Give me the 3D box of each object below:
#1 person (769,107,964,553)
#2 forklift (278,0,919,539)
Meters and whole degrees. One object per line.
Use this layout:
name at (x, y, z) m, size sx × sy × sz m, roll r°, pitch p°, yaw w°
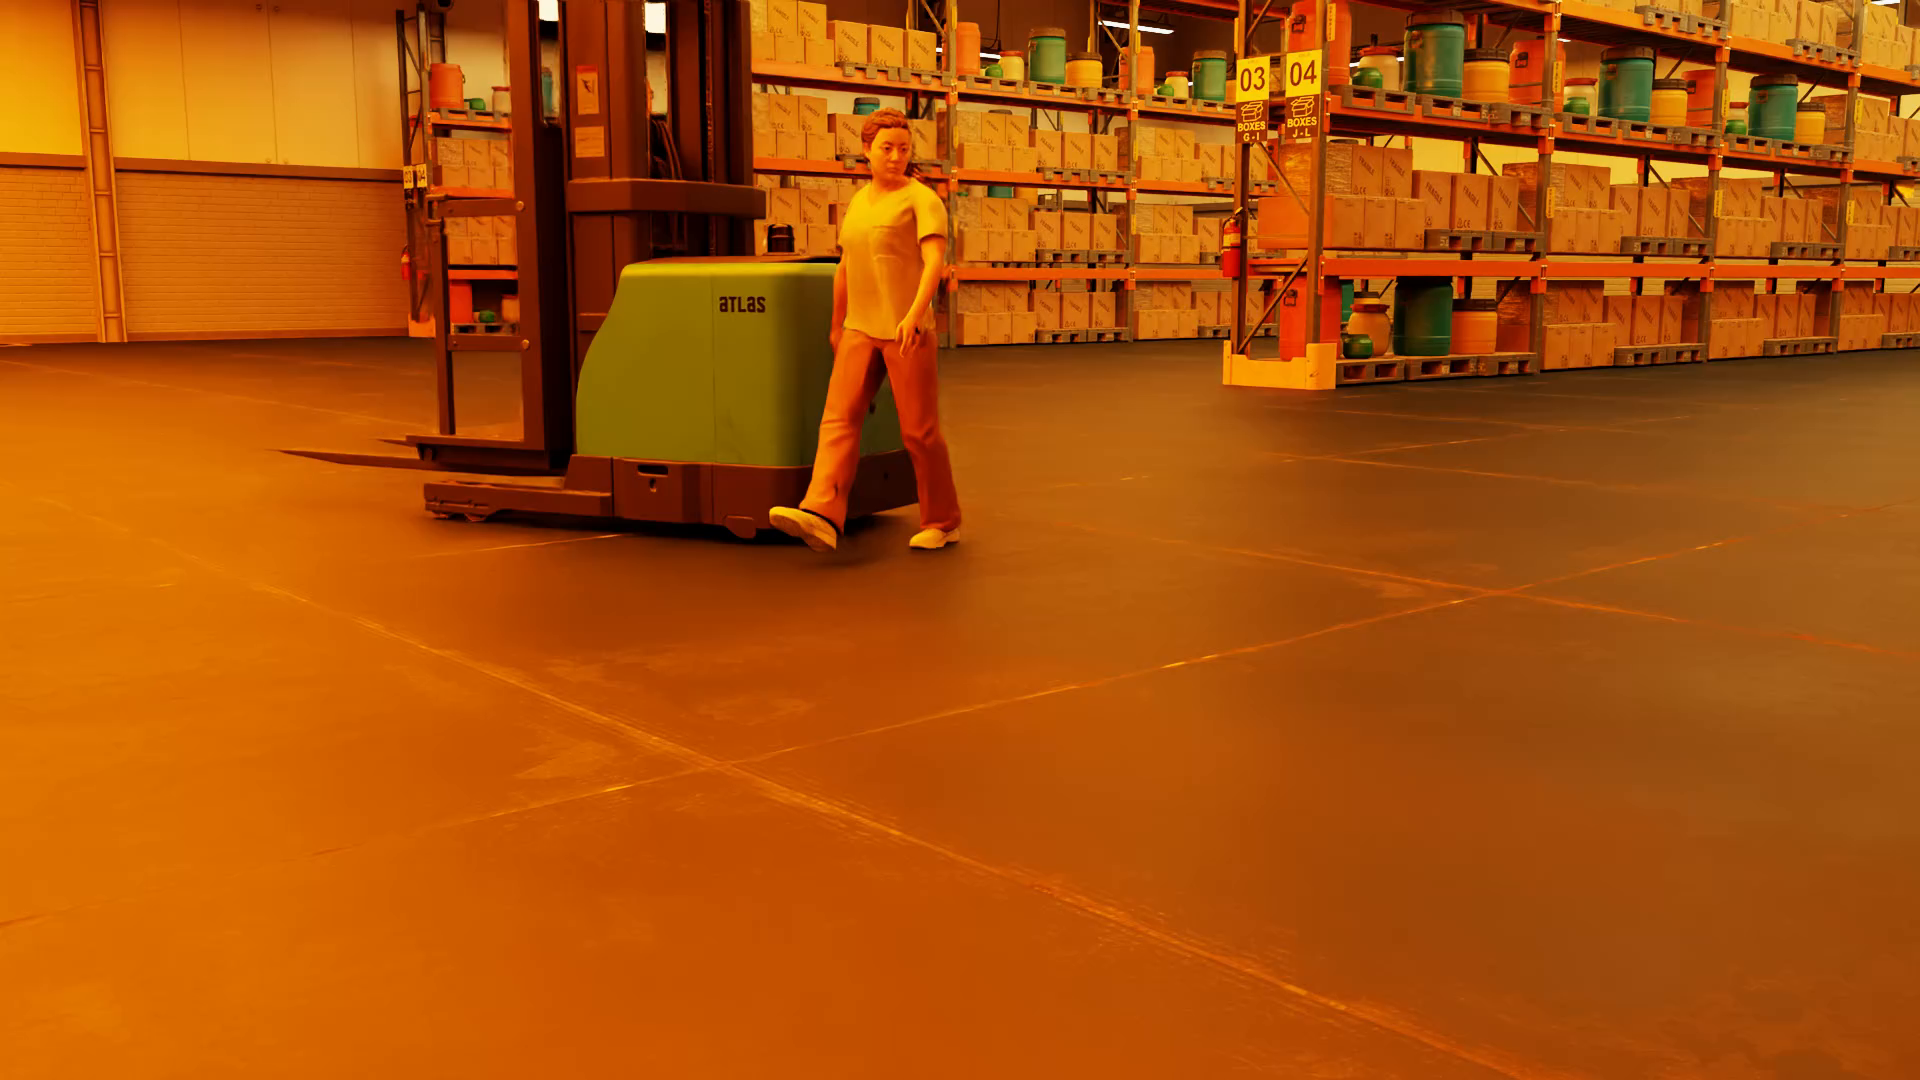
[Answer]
person at (-0.344, -0.747, 6.060) m, size 0.641 × 1.627 × 0.926 m, roll 6°, pitch 10°, yaw 32°
forklift at (-1.712, -1.587, 7.213) m, size 3.031 × 2.935 × 1.130 m, roll 5°, pitch 10°, yaw 28°
